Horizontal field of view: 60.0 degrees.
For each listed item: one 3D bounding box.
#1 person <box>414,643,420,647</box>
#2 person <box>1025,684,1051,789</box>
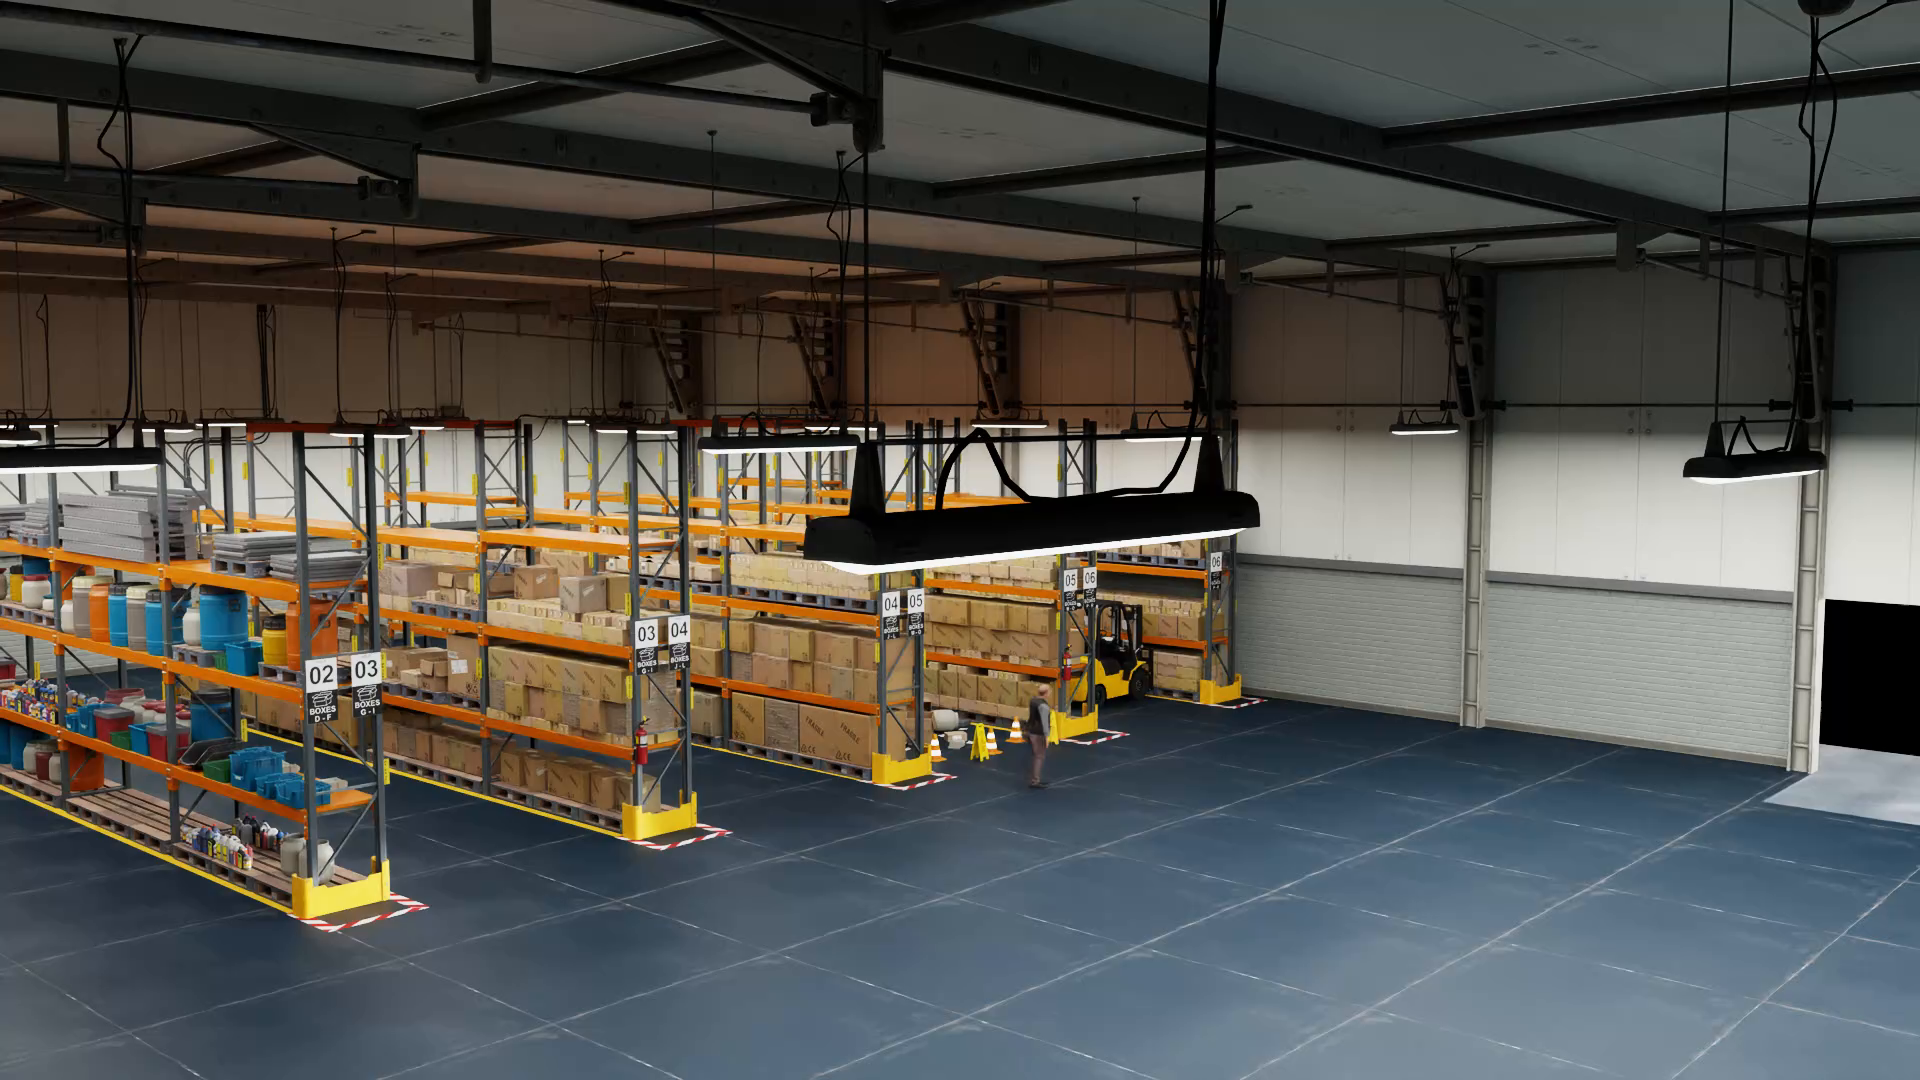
[{"bbox_3d":[-10.816,2.824,32.809,0.524,1.692,0.451,4,6,39],"label":"person"},{"bbox_3d":[1.297,3.236,27.441,0.389,1.732,0.574,-2,5,-18],"label":"person"}]
